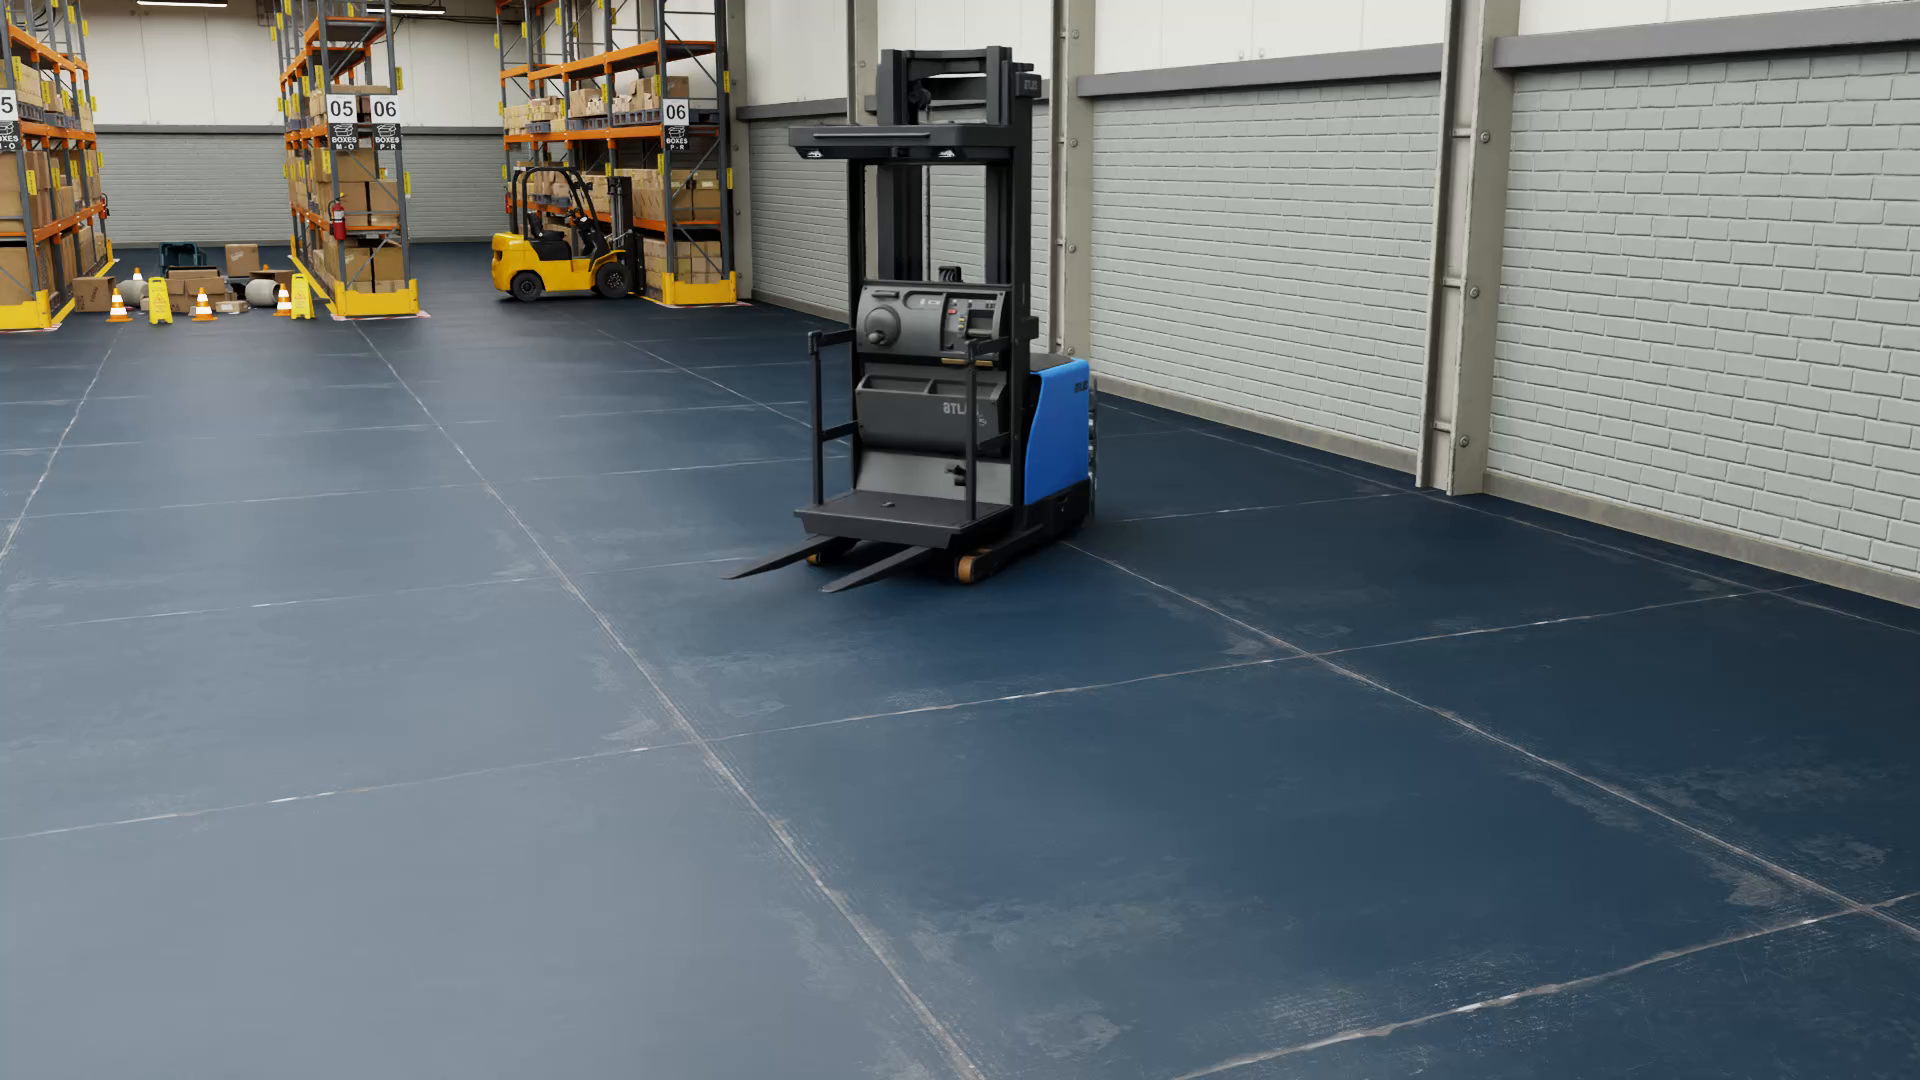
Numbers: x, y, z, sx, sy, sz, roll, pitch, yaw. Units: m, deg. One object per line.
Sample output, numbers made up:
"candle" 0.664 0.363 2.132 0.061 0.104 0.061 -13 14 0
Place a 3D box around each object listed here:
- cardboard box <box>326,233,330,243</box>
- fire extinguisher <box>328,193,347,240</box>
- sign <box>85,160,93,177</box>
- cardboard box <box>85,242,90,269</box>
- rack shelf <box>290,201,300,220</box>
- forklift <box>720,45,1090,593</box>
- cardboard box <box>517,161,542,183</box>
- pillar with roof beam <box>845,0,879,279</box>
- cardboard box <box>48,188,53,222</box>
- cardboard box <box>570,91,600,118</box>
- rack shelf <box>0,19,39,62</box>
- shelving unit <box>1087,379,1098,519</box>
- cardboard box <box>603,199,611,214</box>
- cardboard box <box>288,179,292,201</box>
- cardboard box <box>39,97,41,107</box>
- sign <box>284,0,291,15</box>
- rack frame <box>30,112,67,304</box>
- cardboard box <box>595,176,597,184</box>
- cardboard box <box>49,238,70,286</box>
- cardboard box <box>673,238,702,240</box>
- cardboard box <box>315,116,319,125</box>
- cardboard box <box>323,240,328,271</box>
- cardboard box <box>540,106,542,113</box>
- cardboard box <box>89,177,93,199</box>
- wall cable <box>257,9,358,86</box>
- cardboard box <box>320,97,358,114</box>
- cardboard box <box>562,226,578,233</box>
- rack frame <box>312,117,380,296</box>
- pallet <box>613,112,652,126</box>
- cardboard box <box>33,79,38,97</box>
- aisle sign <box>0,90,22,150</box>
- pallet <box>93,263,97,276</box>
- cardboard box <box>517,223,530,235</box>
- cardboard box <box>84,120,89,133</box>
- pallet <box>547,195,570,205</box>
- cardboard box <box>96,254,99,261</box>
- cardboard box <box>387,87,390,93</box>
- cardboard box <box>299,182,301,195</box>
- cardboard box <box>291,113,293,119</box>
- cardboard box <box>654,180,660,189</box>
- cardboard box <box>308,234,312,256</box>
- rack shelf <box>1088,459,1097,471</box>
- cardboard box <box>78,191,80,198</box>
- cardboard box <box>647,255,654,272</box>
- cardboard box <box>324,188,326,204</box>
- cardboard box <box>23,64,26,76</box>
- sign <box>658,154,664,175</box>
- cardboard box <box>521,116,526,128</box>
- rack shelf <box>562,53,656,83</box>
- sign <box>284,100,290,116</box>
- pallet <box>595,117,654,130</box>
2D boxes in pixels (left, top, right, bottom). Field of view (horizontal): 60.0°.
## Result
"cardboard box" -10.081 -4.907 26.983 0.380 0.149 0.250 -5 14 -20
"fire extinguisher" -9.157 -4.770 24.498 0.296 0.674 0.183 -6 14 -23
"sign" -17.575 -7.499 33.551 0.100 0.325 0.005 -6 14 -23
"cardboard box" -16.944 -5.423 31.760 0.500 0.500 0.500 -6 14 -24
"rack shelf" -14.388 -7.415 37.350 1.077 0.370 4.000 -6 14 -23
"forklift" -0.265 -1.291 9.446 1.130 2.935 3.031 6 14 26
"cardboard box" -10.107 -8.637 39.045 0.500 0.500 0.500 -5 14 -22
"pillar with roof beam" -5.228 -6.841 19.973 9.100 9.000 0.400 -6 14 -23
"cardboard box" -14.719 -5.229 25.979 0.875 0.550 0.550 -6 14 -23
"cardboard box" -7.371 -8.566 32.703 0.500 0.500 0.500 -5 14 -22
"rack shelf" -14.077 -7.195 23.985 1.077 0.370 4.000 -6 14 -23
"shelving unit" 0.777 -0.604 10.986 0.258 0.900 0.210 1 13 4
"cardboard box" -6.278 -6.156 30.647 0.500 0.250 0.500 -5 14 -22
"cardboard box" -15.260 -8.102 38.502 0.500 0.500 0.500 -6 14 -23
"cardboard box" -14.338 -6.725 25.527 0.380 0.149 0.250 -5 14 -22
"sign" -12.492 -9.930 30.893 0.100 0.325 0.005 -6 14 -23
"rack frame" -14.878 -5.231 26.320 1.000 3.000 0.127 -6 14 -23
"cardboard box" -6.715 -6.825 31.546 0.380 0.149 0.250 -5 14 -22
"cardboard box" -15.592 -4.660 27.908 1.050 0.750 0.750 -6 14 -23
"cardboard box" -4.647 -4.998 28.260 0.500 0.250 0.500 -6 14 -23
"cardboard box" -10.046 -6.677 26.473 0.380 0.149 0.250 -6 14 -24
"cardboard box" -10.394 -4.783 27.888 0.500 0.500 0.500 -5 14 -20
"cardboard box" -8.744 -9.177 35.461 0.380 0.149 0.250 -6 14 -23
"cardboard box" -18.255 -7.304 34.396 0.500 0.500 0.500 -6 14 -23
"wall cable" -17.036 -12.318 43.637 2.355 3.000 0.029 -6 14 -23
"cardboard box" -9.420 -6.593 25.223 0.500 0.250 0.500 -6 14 -24
"cardboard box" -8.236 -6.579 35.316 0.380 0.149 0.250 -6 14 -24
"rack frame" -10.383 -5.699 28.342 1.000 3.000 0.127 -6 14 -23
"pallet" -5.471 -7.393 29.203 1.003 0.211 1.213 -6 14 -23
"cardboard box" -14.243 -6.835 25.116 0.500 0.250 0.500 -6 14 -23
"aisle sign" -12.972 -5.684 22.510 0.394 0.787 0.004 -6 14 -23
"pallet" -17.769 -5.365 33.082 1.003 0.211 1.213 -6 14 -23
"cardboard box" -10.485 -7.481 40.646 0.797 0.503 0.637 -6 14 -25
"cardboard box" -18.426 -8.604 34.573 0.500 0.250 0.500 -5 14 -21
"pallet" -8.222 -7.283 35.609 1.003 0.211 1.213 -6 14 -23
"cardboard box" -17.934 -5.804 34.186 0.380 0.149 0.250 -6 14 -25
"cardboard box" -8.927 -6.859 25.488 0.380 0.149 0.250 -6 14 -23
"cardboard box" -13.053 -7.090 33.575 0.500 0.250 0.500 -6 14 -25
"cardboard box" -13.401 -8.611 33.858 0.380 0.166 0.250 -7 15 -27
"cardboard box" -4.759 -5.783 27.044 0.380 0.149 0.250 -5 14 -22
"cardboard box" -13.740 -6.448 36.327 0.875 0.438 0.875 -6 14 -24
"rack shelf" 0.777 -0.484 11.014 0.258 0.077 0.200 1 13 4
"cardboard box" -17.539 -6.797 32.710 0.380 0.149 0.250 -6 14 -23
"cardboard box" -4.906 -4.607 27.683 0.500 0.250 0.500 -6 14 -24
"cardboard box" -9.829 -5.468 26.460 0.500 0.500 0.500 -5 14 -22
"cardboard box" -13.626 -6.746 23.848 0.380 0.149 0.250 -6 14 -24
"sign" -4.737 -5.955 26.355 0.100 0.325 0.005 -6 14 -23
"cardboard box" -9.681 -9.518 37.862 0.500 0.250 0.500 -6 14 -25
"rack shelf" -6.637 -8.939 31.518 1.077 0.370 4.000 -6 14 -23
"sign" -14.095 -9.053 34.860 0.100 0.325 0.005 -6 14 -23
"pallet" -6.201 -7.698 30.748 0.805 0.209 1.217 -6 14 -25
